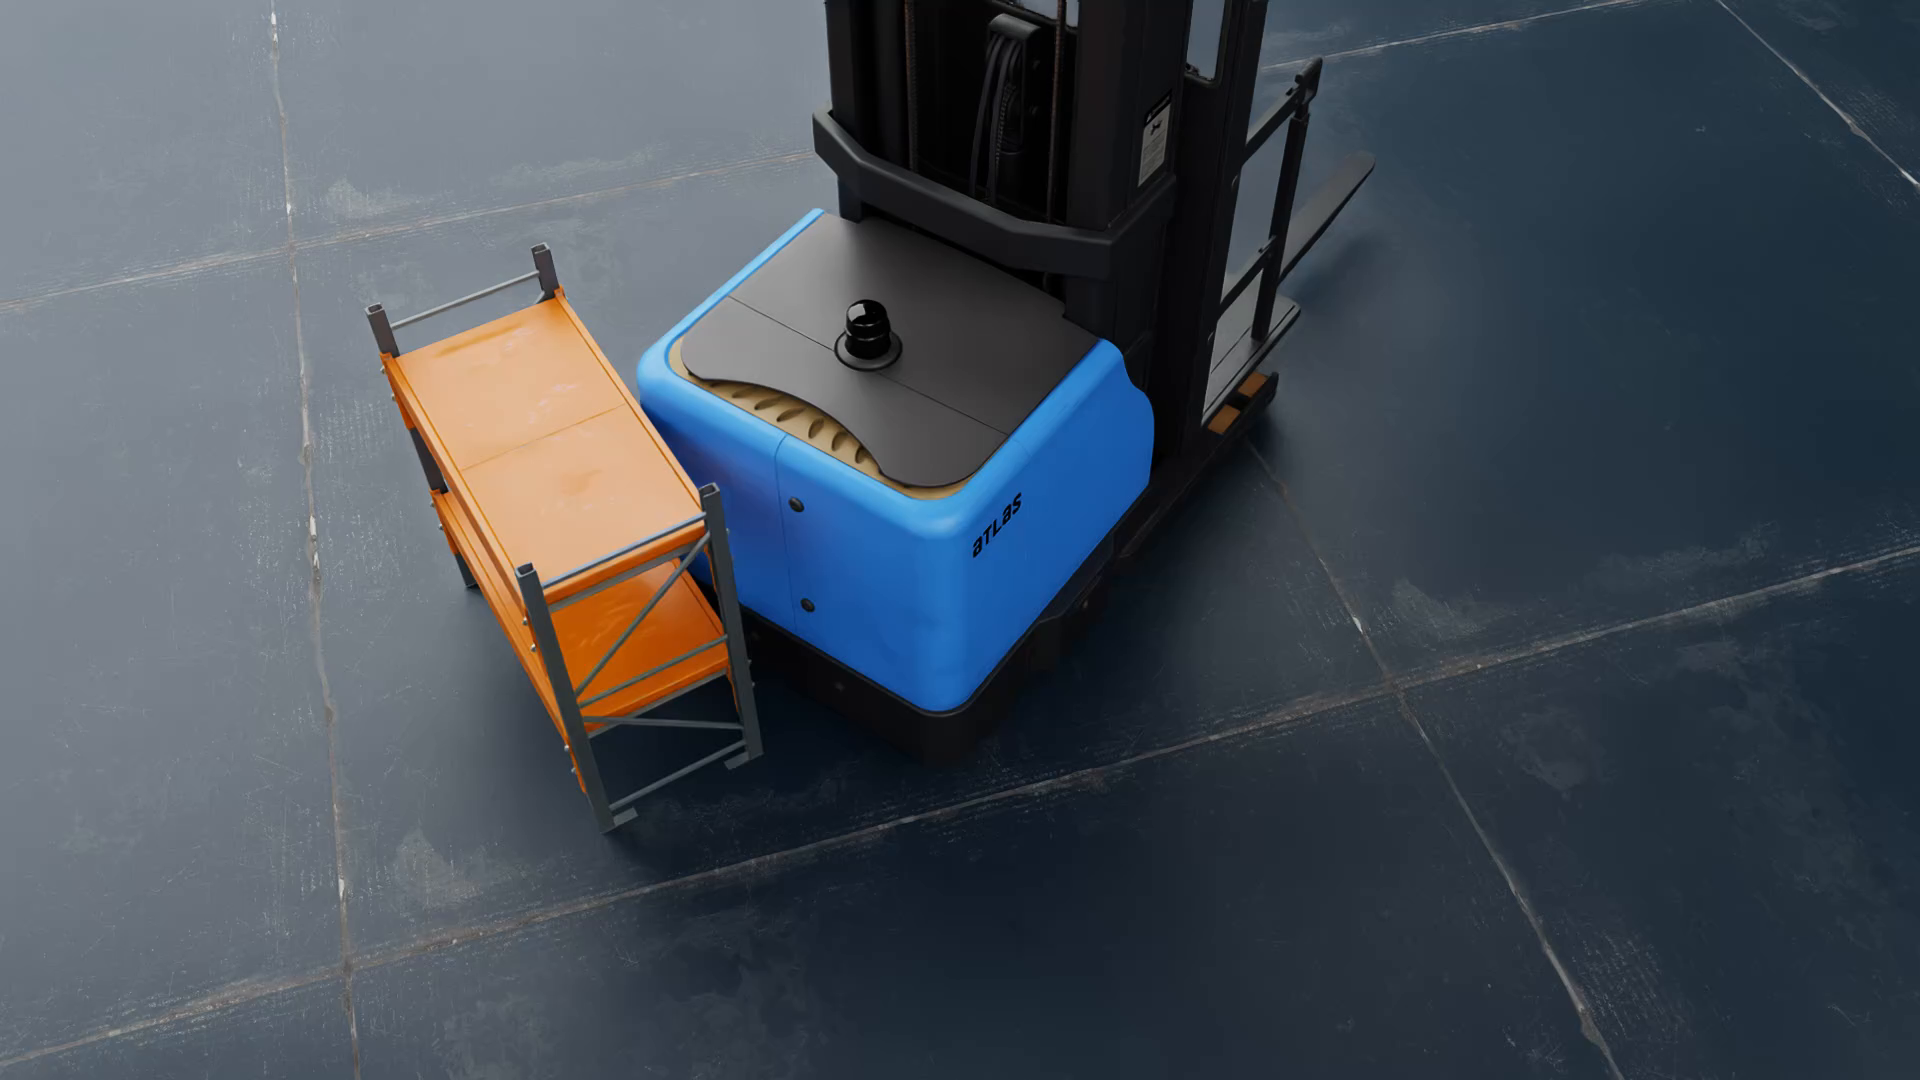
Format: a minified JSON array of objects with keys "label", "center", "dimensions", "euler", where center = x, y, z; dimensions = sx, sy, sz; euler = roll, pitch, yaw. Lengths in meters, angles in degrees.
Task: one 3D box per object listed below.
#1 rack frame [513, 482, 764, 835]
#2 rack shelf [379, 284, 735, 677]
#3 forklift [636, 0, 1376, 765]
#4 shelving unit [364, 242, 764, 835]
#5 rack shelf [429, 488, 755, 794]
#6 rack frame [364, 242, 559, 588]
[{"label":"rack frame","center":[-0.780,0.337,4.230],"dimensions":[0.500,1.125,0.032],"euler":[-25,54,-20]},{"label":"rack shelf","center":[-1.047,-0.183,4.285],"dimensions":[0.538,0.278,1.000],"euler":[-25,54,-20]},{"label":"forklift","center":[0.405,-1.420,4.530],"dimensions":[1.130,2.935,3.031],"euler":[28,55,22]},{"label":"shelving unit","center":[-1.047,0.006,4.509],"dimensions":[0.538,1.125,1.048],"euler":[-25,54,-20]},{"label":"rack shelf","center":[-1.047,0.164,4.696],"dimensions":[0.538,0.278,1.000],"euler":[-25,54,-20]},{"label":"rack frame","center":[-1.314,-0.325,4.788],"dimensions":[0.500,1.125,0.032],"euler":[-25,54,-20]}]
